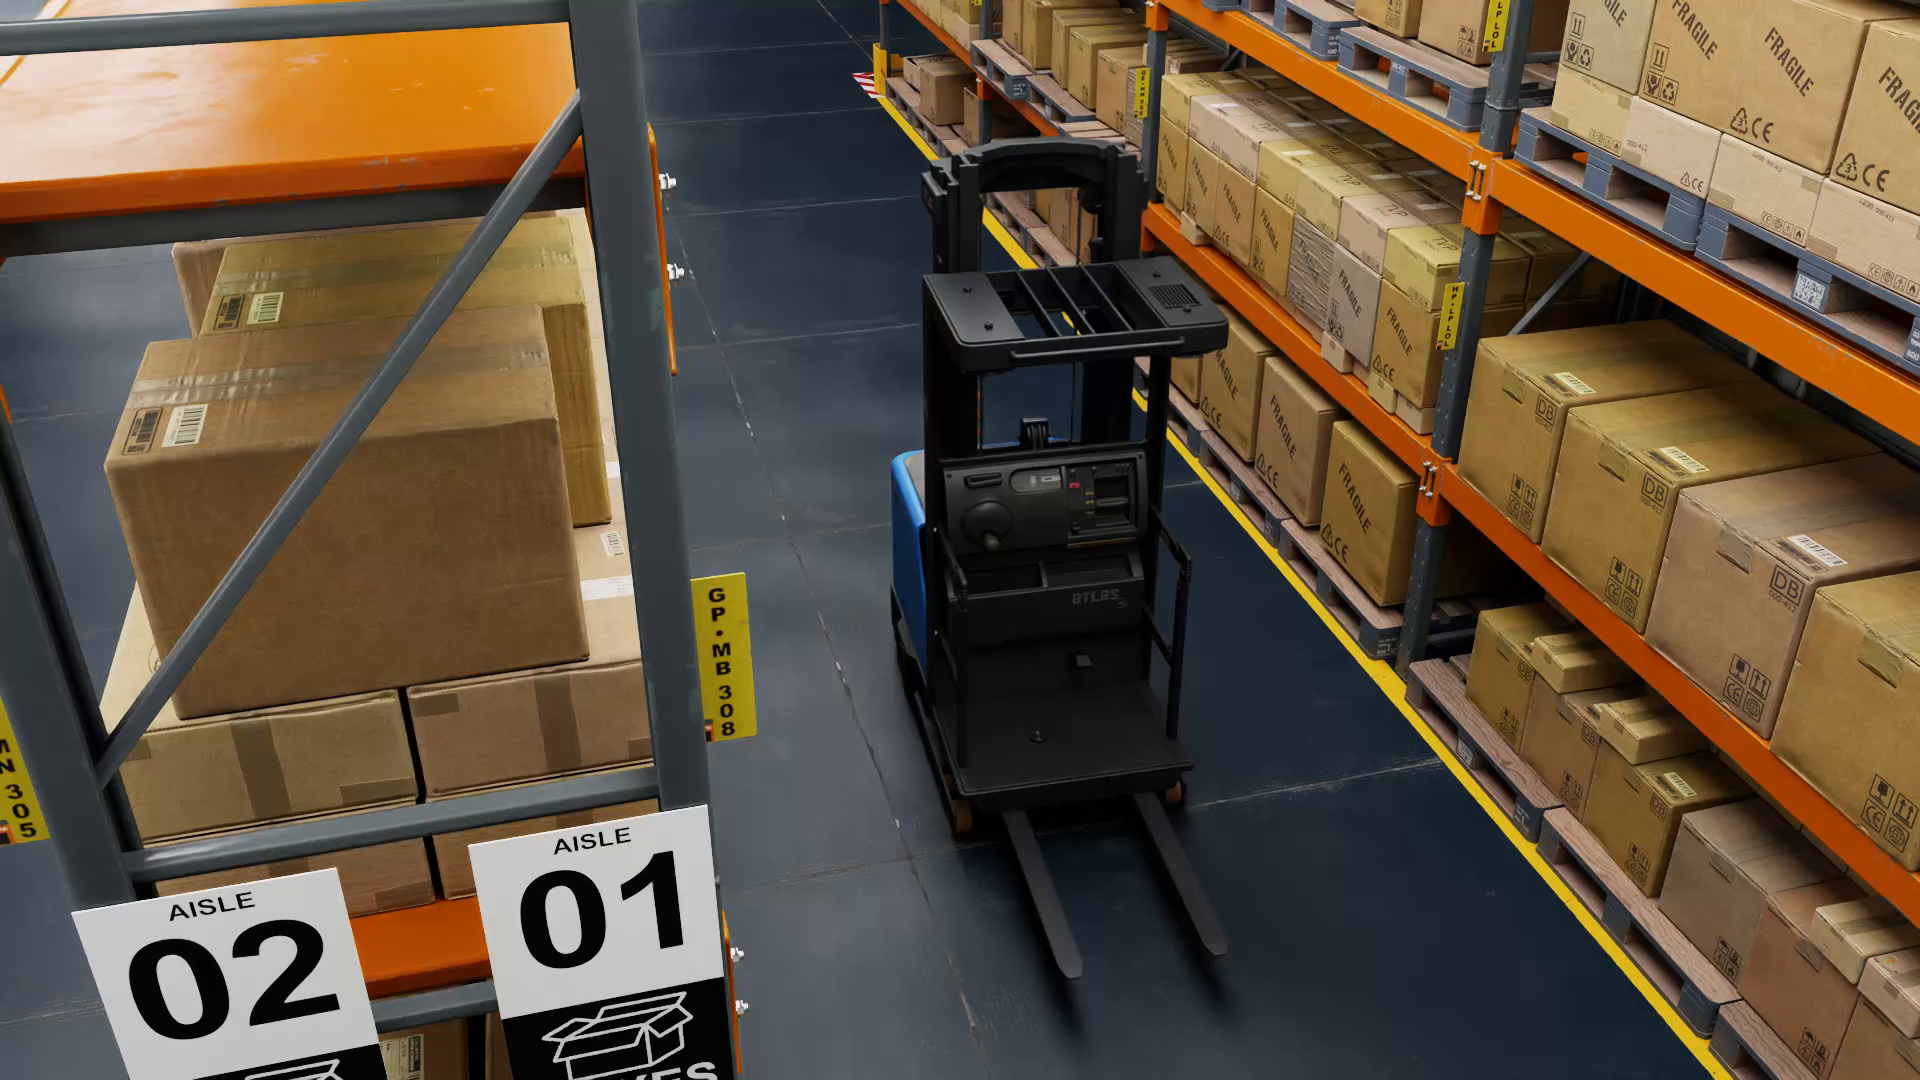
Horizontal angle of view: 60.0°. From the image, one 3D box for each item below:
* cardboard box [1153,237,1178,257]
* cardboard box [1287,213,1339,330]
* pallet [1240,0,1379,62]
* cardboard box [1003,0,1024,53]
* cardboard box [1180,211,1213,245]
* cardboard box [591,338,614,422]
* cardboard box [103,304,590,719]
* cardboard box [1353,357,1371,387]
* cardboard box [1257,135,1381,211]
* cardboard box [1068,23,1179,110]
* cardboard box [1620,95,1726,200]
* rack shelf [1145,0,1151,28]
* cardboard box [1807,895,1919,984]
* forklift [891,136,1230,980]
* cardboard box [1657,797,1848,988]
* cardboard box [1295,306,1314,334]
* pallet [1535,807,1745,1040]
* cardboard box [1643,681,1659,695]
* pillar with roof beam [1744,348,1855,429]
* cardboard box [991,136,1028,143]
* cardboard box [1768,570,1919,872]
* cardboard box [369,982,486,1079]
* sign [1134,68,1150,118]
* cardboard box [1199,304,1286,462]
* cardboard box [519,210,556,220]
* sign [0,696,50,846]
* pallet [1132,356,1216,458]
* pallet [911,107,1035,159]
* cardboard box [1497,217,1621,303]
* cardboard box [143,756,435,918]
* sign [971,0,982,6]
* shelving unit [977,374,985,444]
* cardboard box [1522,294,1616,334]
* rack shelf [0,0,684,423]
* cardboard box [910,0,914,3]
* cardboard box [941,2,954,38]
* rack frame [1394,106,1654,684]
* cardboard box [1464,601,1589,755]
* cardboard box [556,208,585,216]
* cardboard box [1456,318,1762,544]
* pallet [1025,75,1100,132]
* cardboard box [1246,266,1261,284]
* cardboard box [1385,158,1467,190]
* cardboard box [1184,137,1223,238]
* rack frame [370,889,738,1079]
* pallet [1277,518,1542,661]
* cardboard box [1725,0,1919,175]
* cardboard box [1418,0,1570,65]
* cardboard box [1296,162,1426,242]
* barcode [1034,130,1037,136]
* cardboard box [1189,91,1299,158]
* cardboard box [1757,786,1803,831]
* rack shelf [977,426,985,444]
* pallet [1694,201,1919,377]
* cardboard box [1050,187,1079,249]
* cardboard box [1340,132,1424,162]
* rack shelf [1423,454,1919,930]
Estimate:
[{"bbox_3d":[1.489,-2.024,12.540,0.700,0.500,0.500,-7,31,-13],"label":"cardboard box"},{"bbox_3d":[2.157,-1.502,9.165,0.500,0.500,0.500,-8,31,-13],"label":"cardboard box"},{"bbox_3d":[2.253,-2.948,9.274,1.003,0.211,1.213,-6,31,-11],"label":"pallet"},{"bbox_3d":[0.771,-4.490,14.206,0.700,0.500,0.500,-8,31,-13],"label":"cardboard box"},{"bbox_3d":[1.642,-2.023,10.712,0.380,0.149,0.250,-7,31,-12],"label":"cardboard box"},{"bbox_3d":[-1.071,-0.266,4.103,0.500,0.250,0.500,-8,31,-13],"label":"cardboard box"},{"bbox_3d":[-1.073,-0.071,3.017,0.700,0.500,0.500,-8,31,-13],"label":"cardboard box"},{"bbox_3d":[2.315,-0.918,8.804,0.380,0.149,0.250,-7,31,-12],"label":"cardboard box"},{"bbox_3d":[2.024,-2.081,9.416,0.500,0.250,0.500,-8,31,-14],"label":"cardboard box"},{"bbox_3d":[1.244,-3.633,12.725,0.700,0.500,0.500,-8,31,-13],"label":"cardboard box"},{"bbox_3d":[2.843,-1.485,6.188,0.500,0.250,0.500,-9,31,-14],"label":"cardboard box"},{"bbox_3d":[1.200,-4.528,12.533,1.077,0.370,4.000,-8,31,-13],"label":"rack shelf"},{"bbox_3d":[3.294,1.422,5.958,0.380,0.149,0.250,-7,31,-12],"label":"cardboard box"},{"bbox_3d":[0.435,-0.123,7.268,1.130,2.935,3.031,-6,31,-10],"label":"forklift"},{"bbox_3d":[3.305,1.380,6.679,0.700,0.500,0.500,-9,31,-15],"label":"cardboard box"},{"bbox_3d":[2.135,-1.288,9.443,0.380,0.149,0.250,-9,31,-15],"label":"cardboard box"},{"bbox_3d":[3.246,1.532,7.124,1.003,0.211,1.213,-8,31,-13],"label":"pallet"},{"bbox_3d":[3.257,0.636,7.316,0.380,0.149,0.250,-9,31,-15],"label":"cardboard box"},{"bbox_3d":[-0.338,-2.444,5.221,9.100,9.000,0.400,-8,31,-13],"label":"pillar with roof beam"},{"bbox_3d":[0.498,-3.726,15.812,0.380,0.166,0.250,-12,32,-20],"label":"cardboard box"},{"bbox_3d":[3.505,0.564,5.713,0.980,0.700,0.700,-8,31,-14],"label":"cardboard box"},{"bbox_3d":[-1.304,1.295,3.652,0.500,0.500,0.500,-8,31,-14],"label":"cardboard box"},{"bbox_3d":[1.210,-2.965,11.033,0.100,0.325,0.005,-8,31,-13],"label":"sign"},{"bbox_3d":[2.026,-1.030,10.493,0.750,0.750,0.750,-8,31,-14],"label":"cardboard box"},{"bbox_3d":[-1.403,-0.805,4.285,0.700,0.500,0.500,-8,31,-13],"label":"cardboard box"},{"bbox_3d":[-1.461,0.332,2.535,0.100,0.325,0.005,-8,31,-13],"label":"sign"},{"bbox_3d":[1.867,-0.977,11.459,1.003,0.211,1.213,-8,31,-13],"label":"pallet"},{"bbox_3d":[0.129,-4.210,17.044,1.003,0.211,1.213,-8,31,-13],"label":"pallet"},{"bbox_3d":[2.922,-1.405,8.249,0.500,0.250,0.500,-7,31,-12],"label":"cardboard box"},{"bbox_3d":[-1.311,0.503,3.273,0.500,0.250,0.500,-8,31,-13],"label":"cardboard box"},{"bbox_3d":[0.148,-4.806,14.425,0.100,0.325,0.005,-8,31,-13],"label":"sign"},{"bbox_3d":[-0.004,-0.526,9.693,0.258,1.200,0.189,-8,31,-13],"label":"shelving unit"},{"bbox_3d":[2.913,-1.079,8.435,0.500,0.500,0.500,-9,31,-15],"label":"cardboard box"},{"bbox_3d":[-1.452,-1.300,3.966,1.077,0.370,4.000,-8,31,-13],"label":"rack shelf"},{"bbox_3d":[-0.288,-5.609,16.807,0.500,0.250,0.500,-8,31,-14],"label":"cardboard box"},{"bbox_3d":[0.127,-4.881,15.549,0.500,0.250,0.500,-8,31,-13],"label":"cardboard box"},{"bbox_3d":[2.793,-0.643,8.098,1.000,3.000,0.127,-8,31,-13],"label":"rack frame"},{"bbox_3d":[2.892,0.632,7.971,0.700,0.500,0.500,-7,31,-13],"label":"cardboard box"},{"bbox_3d":[-1.462,-0.992,5.356,0.500,0.250,0.500,-8,31,-13],"label":"cardboard box"},{"bbox_3d":[2.921,-0.509,7.566,0.980,0.700,0.700,-7,31,-13],"label":"cardboard box"},{"bbox_3d":[1.166,-3.443,13.126,1.003,0.211,1.213,-8,31,-13],"label":"pallet"},{"bbox_3d":[1.963,-1.667,10.098,0.380,0.149,0.250,-7,31,-13],"label":"cardboard box"},{"bbox_3d":[2.638,-1.898,9.101,0.500,0.250,0.500,-9,31,-15],"label":"cardboard box"},{"bbox_3d":[1.743,-2.233,10.428,0.500,0.500,0.500,-7,31,-12],"label":"cardboard box"},{"bbox_3d":[-0.921,1.949,3.619,1.000,3.000,0.127,-8,31,-13],"label":"rack frame"},{"bbox_3d":[2.515,0.201,9.423,1.003,0.211,1.213,-8,31,-13],"label":"pallet"},{"bbox_3d":[2.990,-1.559,5.568,0.500,0.500,0.500,-8,31,-13],"label":"cardboard box"},{"bbox_3d":[2.665,-2.615,7.971,0.700,0.500,0.500,-10,31,-16],"label":"cardboard box"},{"bbox_3d":[2.160,-1.835,8.991,0.500,0.250,0.500,-7,31,-12],"label":"cardboard box"},{"bbox_3d":[0.733,-3.945,16.138,0.001,0.075,0.075,-8,31,-13],"label":"barcode"},{"bbox_3d":[1.746,-2.567,10.257,0.500,0.250,0.500,-8,31,-14],"label":"cardboard box"},{"bbox_3d":[3.460,1.005,6.679,0.380,0.149,0.250,-8,31,-13],"label":"cardboard box"},{"bbox_3d":[-0.004,-0.592,9.655,0.258,0.103,0.180,-8,31,-13],"label":"rack shelf"},{"bbox_3d":[3.320,-0.918,5.667,1.003,0.211,1.213,-8,31,-13],"label":"pallet"},{"bbox_3d":[1.163,-2.768,13.824,0.700,0.500,0.500,-8,31,-13],"label":"cardboard box"},{"bbox_3d":[2.504,-2.151,9.538,0.500,0.250,0.500,-9,31,-14],"label":"cardboard box"},{"bbox_3d":[3.323,0.634,6.609,1.077,0.370,4.000,-8,31,-13],"label":"rack shelf"}]
